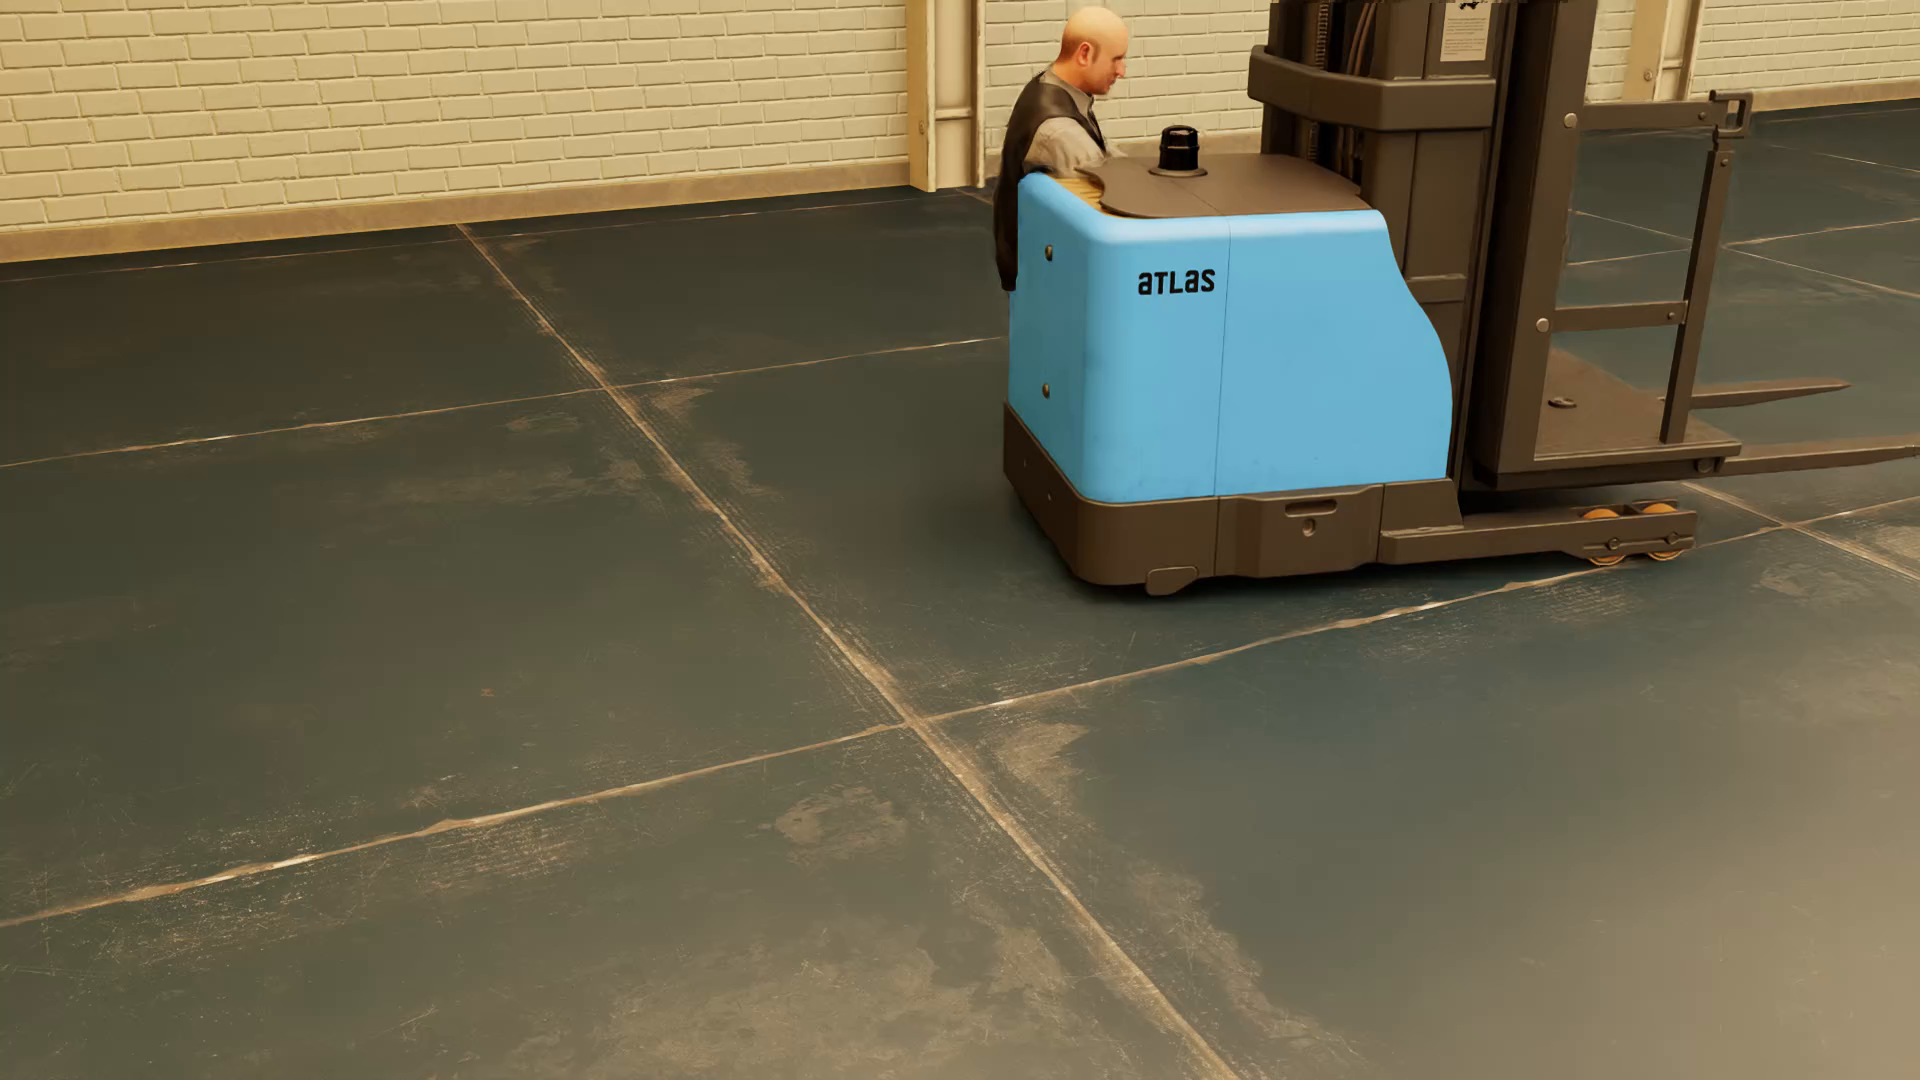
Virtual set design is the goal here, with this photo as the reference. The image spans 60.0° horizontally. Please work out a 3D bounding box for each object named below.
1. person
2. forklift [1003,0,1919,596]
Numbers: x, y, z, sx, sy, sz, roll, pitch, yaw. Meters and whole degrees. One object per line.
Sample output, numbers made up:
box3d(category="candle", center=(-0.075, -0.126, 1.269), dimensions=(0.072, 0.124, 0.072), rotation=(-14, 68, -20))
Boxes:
box3d(category="person", center=(0.463, -0.876, 5.242), dimensions=(0.717, 1.552, 0.930), rotation=(2, 23, 5))
box3d(category="forklift", center=(1.714, -1.470, 4.825), dimensions=(3.031, 2.935, 1.130), rotation=(-5, 23, -11))
